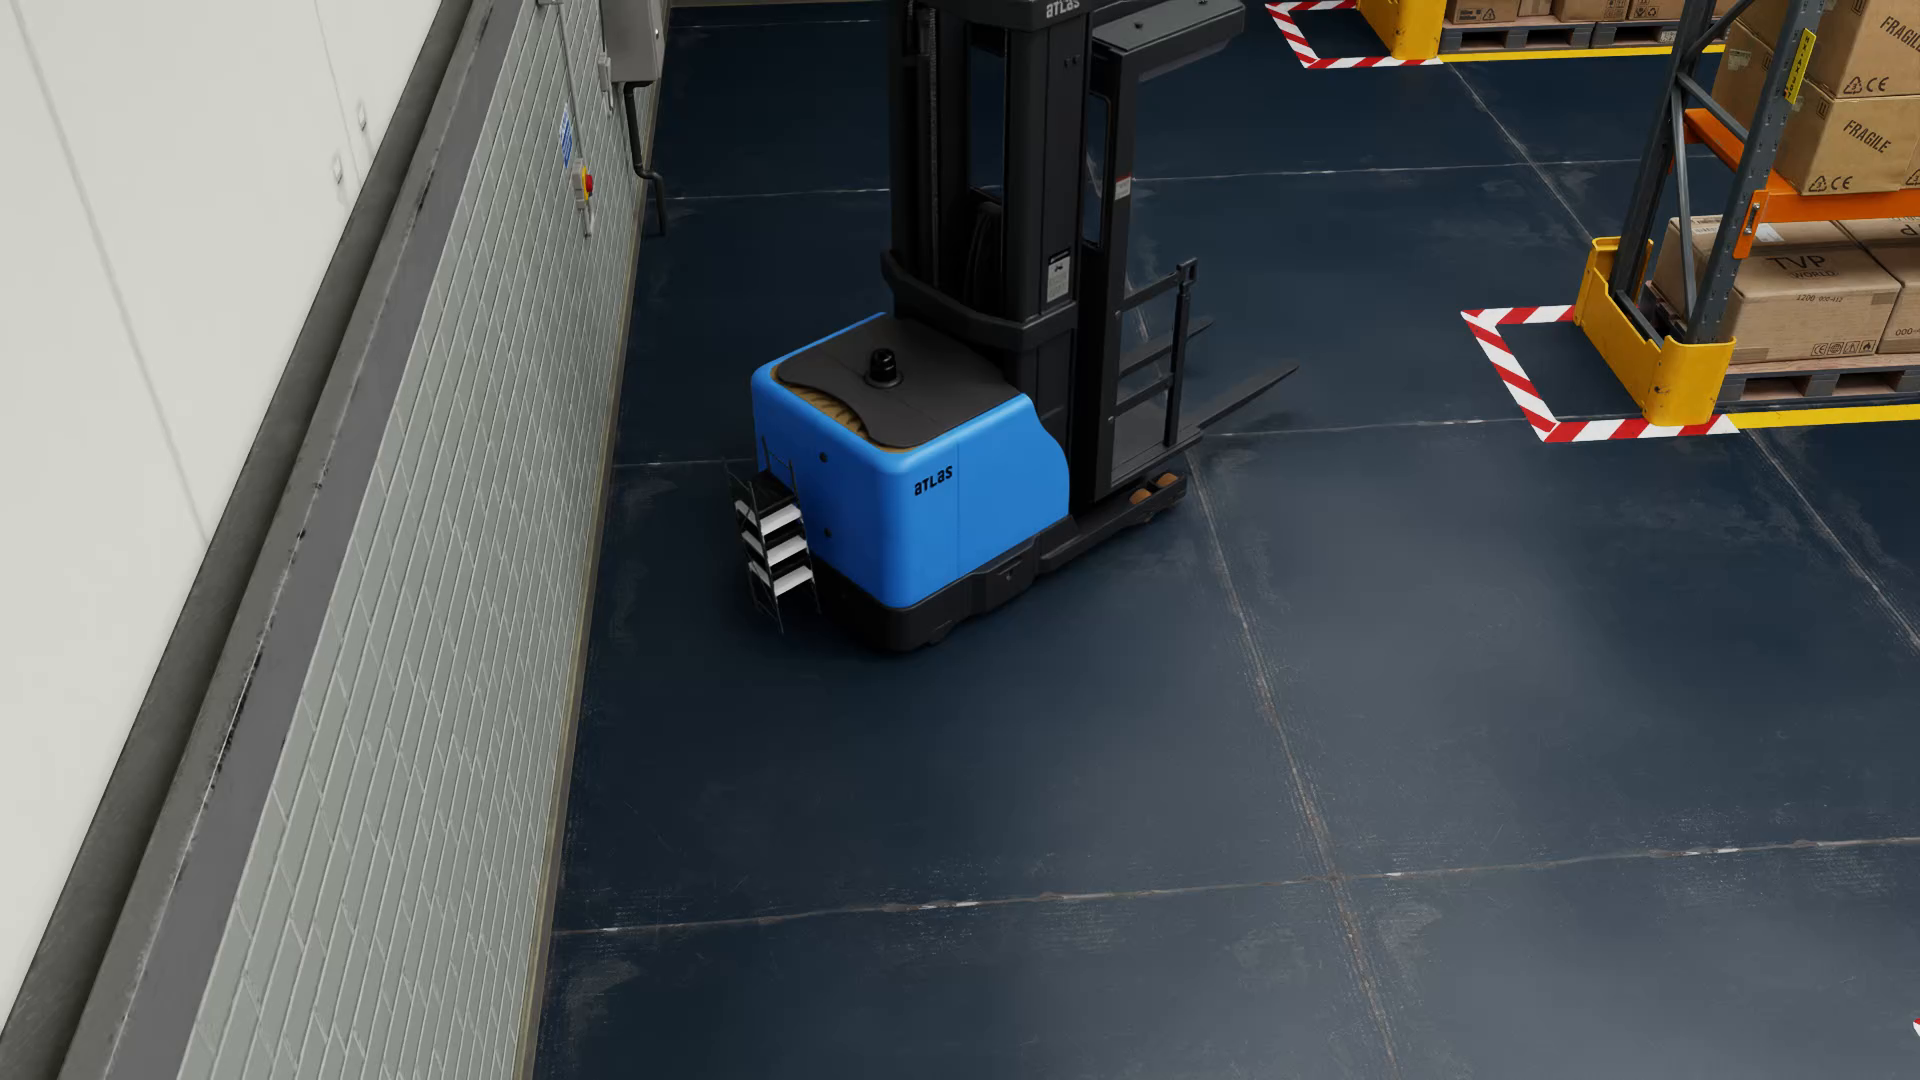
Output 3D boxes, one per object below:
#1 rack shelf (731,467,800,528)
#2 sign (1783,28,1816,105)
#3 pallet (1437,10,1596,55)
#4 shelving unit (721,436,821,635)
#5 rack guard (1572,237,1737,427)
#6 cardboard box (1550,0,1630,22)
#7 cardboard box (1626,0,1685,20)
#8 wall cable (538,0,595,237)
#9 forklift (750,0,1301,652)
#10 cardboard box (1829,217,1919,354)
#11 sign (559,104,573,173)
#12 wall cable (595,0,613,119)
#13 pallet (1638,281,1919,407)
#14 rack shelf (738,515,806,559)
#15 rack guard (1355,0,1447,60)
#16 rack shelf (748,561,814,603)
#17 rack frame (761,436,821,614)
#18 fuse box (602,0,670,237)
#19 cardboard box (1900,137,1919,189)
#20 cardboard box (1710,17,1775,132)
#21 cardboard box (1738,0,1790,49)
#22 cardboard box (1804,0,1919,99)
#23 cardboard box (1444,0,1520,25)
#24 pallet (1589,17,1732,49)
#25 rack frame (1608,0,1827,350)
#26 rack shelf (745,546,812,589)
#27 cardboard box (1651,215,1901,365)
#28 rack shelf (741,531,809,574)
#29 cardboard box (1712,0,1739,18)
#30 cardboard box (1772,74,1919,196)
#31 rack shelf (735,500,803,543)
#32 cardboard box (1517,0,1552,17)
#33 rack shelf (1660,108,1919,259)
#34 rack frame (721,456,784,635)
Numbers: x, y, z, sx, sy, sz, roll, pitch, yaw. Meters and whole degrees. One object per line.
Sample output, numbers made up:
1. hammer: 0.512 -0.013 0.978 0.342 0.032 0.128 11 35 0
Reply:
1. rack shelf: -0.847 -0.186 7.187 0.200 0.077 0.258 -29 46 -24
2. sign: 3.858 -2.176 7.645 0.005 0.325 0.100 -3 38 -4
3. pallet: 4.242 -4.163 13.178 1.213 0.211 1.003 -3 38 -4
4. shelving unit: -0.827 -0.010 7.344 0.210 0.900 0.258 -29 46 -24
5. rack guard: 3.791 -1.165 9.144 0.348 0.500 1.175 -3 38 -4
6. cardboard box: 4.844 -4.391 12.895 0.500 0.500 0.700 -2 38 -2
7. cardboard box: 5.380 -4.358 12.853 0.500 0.500 0.500 -2 38 -3
8. wall cable: -1.799 -2.235 7.637 0.123 1.953 0.585 -3 38 -4
9. forklift: 0.491 -1.447 7.540 3.031 2.935 1.130 -30 47 -32
10. cardboard box: 5.375 -1.460 9.230 0.875 0.438 0.875 -2 38 -3
11. sign: -1.856 -1.896 7.836 0.001 0.218 0.327 -3 38 -4
12. wall cable: -1.937 -3.097 8.755 0.122 1.984 0.588 -3 38 -4
13. pallet: 4.605 -1.145 9.352 1.213 0.211 1.003 -3 38 -4
14. rack shelf: -0.832 -0.052 7.306 0.200 0.077 0.258 -29 46 -24
15. rack guard: 3.447 -4.232 13.033 0.348 0.500 1.175 -3 38 -4
16. rack shelf: -0.810 0.149 7.486 0.200 0.077 0.258 -29 46 -24
17. rack frame: -0.746 -0.056 7.385 0.006 0.900 0.240 -29 46 -24
18. fuse box: -1.840 -2.622 10.013 0.414 1.711 0.539 -3 38 -4
19. cardboard box: 4.820 -2.081 8.207 0.500 0.500 0.500 -4 38 -5
20. cardboard box: 4.272 -2.376 8.581 0.500 0.500 0.500 -3 38 -4
21. cardboard box: 4.274 -2.752 8.251 0.500 0.500 0.500 -2 38 -2
22. cardboard box: 4.318 -2.430 7.842 0.500 0.500 0.500 -4 38 -5
23. cardboard box: 3.989 -4.370 12.865 0.637 0.503 0.797 -5 39 -6
24. pallet: 5.454 -4.228 13.261 1.213 0.211 1.003 -3 38 -4
25. rack frame: 3.815 -2.147 8.372 0.127 3.000 1.000 -3 38 -4
26. rack shelf: -0.817 0.082 7.426 0.200 0.077 0.258 -29 46 -24
27. cardboard box: 4.464 -1.404 9.160 0.875 0.438 0.875 -4 38 -6
28. rack shelf: -0.825 0.015 7.366 0.200 0.077 0.258 -29 46 -24
29. cardboard box: 5.878 -4.448 12.967 0.500 0.500 0.700 -5 38 -6
30. cardboard box: 4.319 -2.036 8.150 0.500 0.500 0.500 -3 38 -4
31. rack shelf: -0.839 -0.119 7.247 0.200 0.077 0.258 -29 46 -24
32. cardboard box: 4.416 -4.230 12.974 0.250 0.149 0.380 -5 39 -6
33. rack shelf: 5.807 -1.975 8.734 4.000 0.370 1.077 -3 38 -4
34. rack frame: -0.909 0.035 7.303 0.006 0.900 0.240 -29 46 -24
